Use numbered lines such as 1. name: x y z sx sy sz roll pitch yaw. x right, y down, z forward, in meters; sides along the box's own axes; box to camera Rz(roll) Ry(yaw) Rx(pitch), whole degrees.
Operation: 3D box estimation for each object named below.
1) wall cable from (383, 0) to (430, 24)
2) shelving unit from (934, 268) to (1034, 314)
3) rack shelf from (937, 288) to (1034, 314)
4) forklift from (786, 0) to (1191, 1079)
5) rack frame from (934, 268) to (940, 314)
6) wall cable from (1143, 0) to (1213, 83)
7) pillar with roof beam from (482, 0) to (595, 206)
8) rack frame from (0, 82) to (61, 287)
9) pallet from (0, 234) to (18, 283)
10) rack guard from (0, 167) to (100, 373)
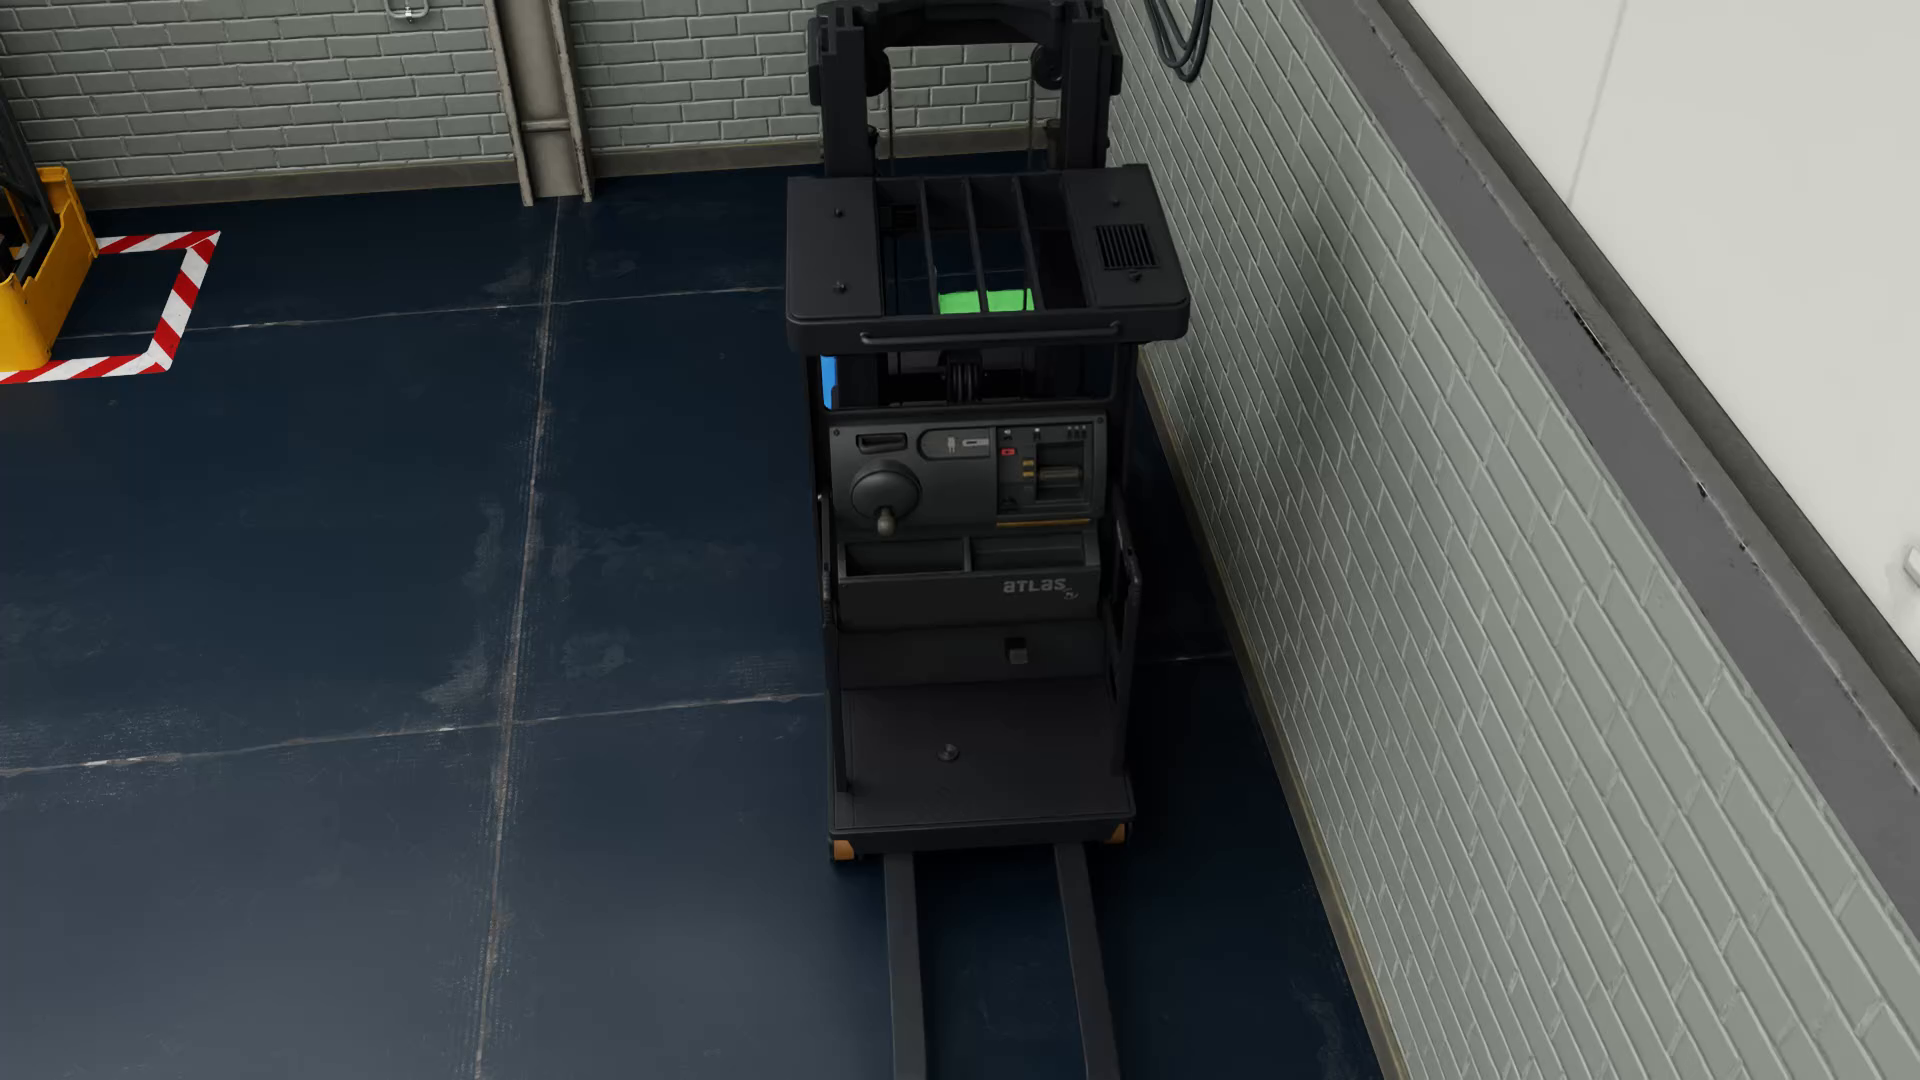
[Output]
1. wall cable: -3.760 -3.468 8.312 1.851 1.984 0.084 -5 42 -6
2. shelving unit: 0.145 -0.621 7.257 0.503 1.200 0.258 -3 42 -3
3. rack shelf: 0.145 -0.930 6.979 0.480 0.148 0.258 -3 42 -3
4. forklift: 0.049 -0.142 5.434 1.130 2.935 3.031 -3 42 -3
5. rack frame: -0.098 -0.608 7.244 0.015 1.200 0.240 -3 42 -3
6. wall cable: 0.747 -3.680 7.145 0.112 2.526 3.097 -5 42 -6
7. pillar with roof beam: -1.784 -2.529 3.551 0.400 9.000 9.100 -5 42 -6
8. rack frame: -4.907 -2.352 7.833 0.127 3.000 1.000 -5 42 -6
9. pallet: -5.690 -1.195 8.632 1.213 0.211 1.003 -5 42 -6
10. rack guard: -4.884 -1.426 8.672 0.348 0.500 1.175 -5 42 -6
